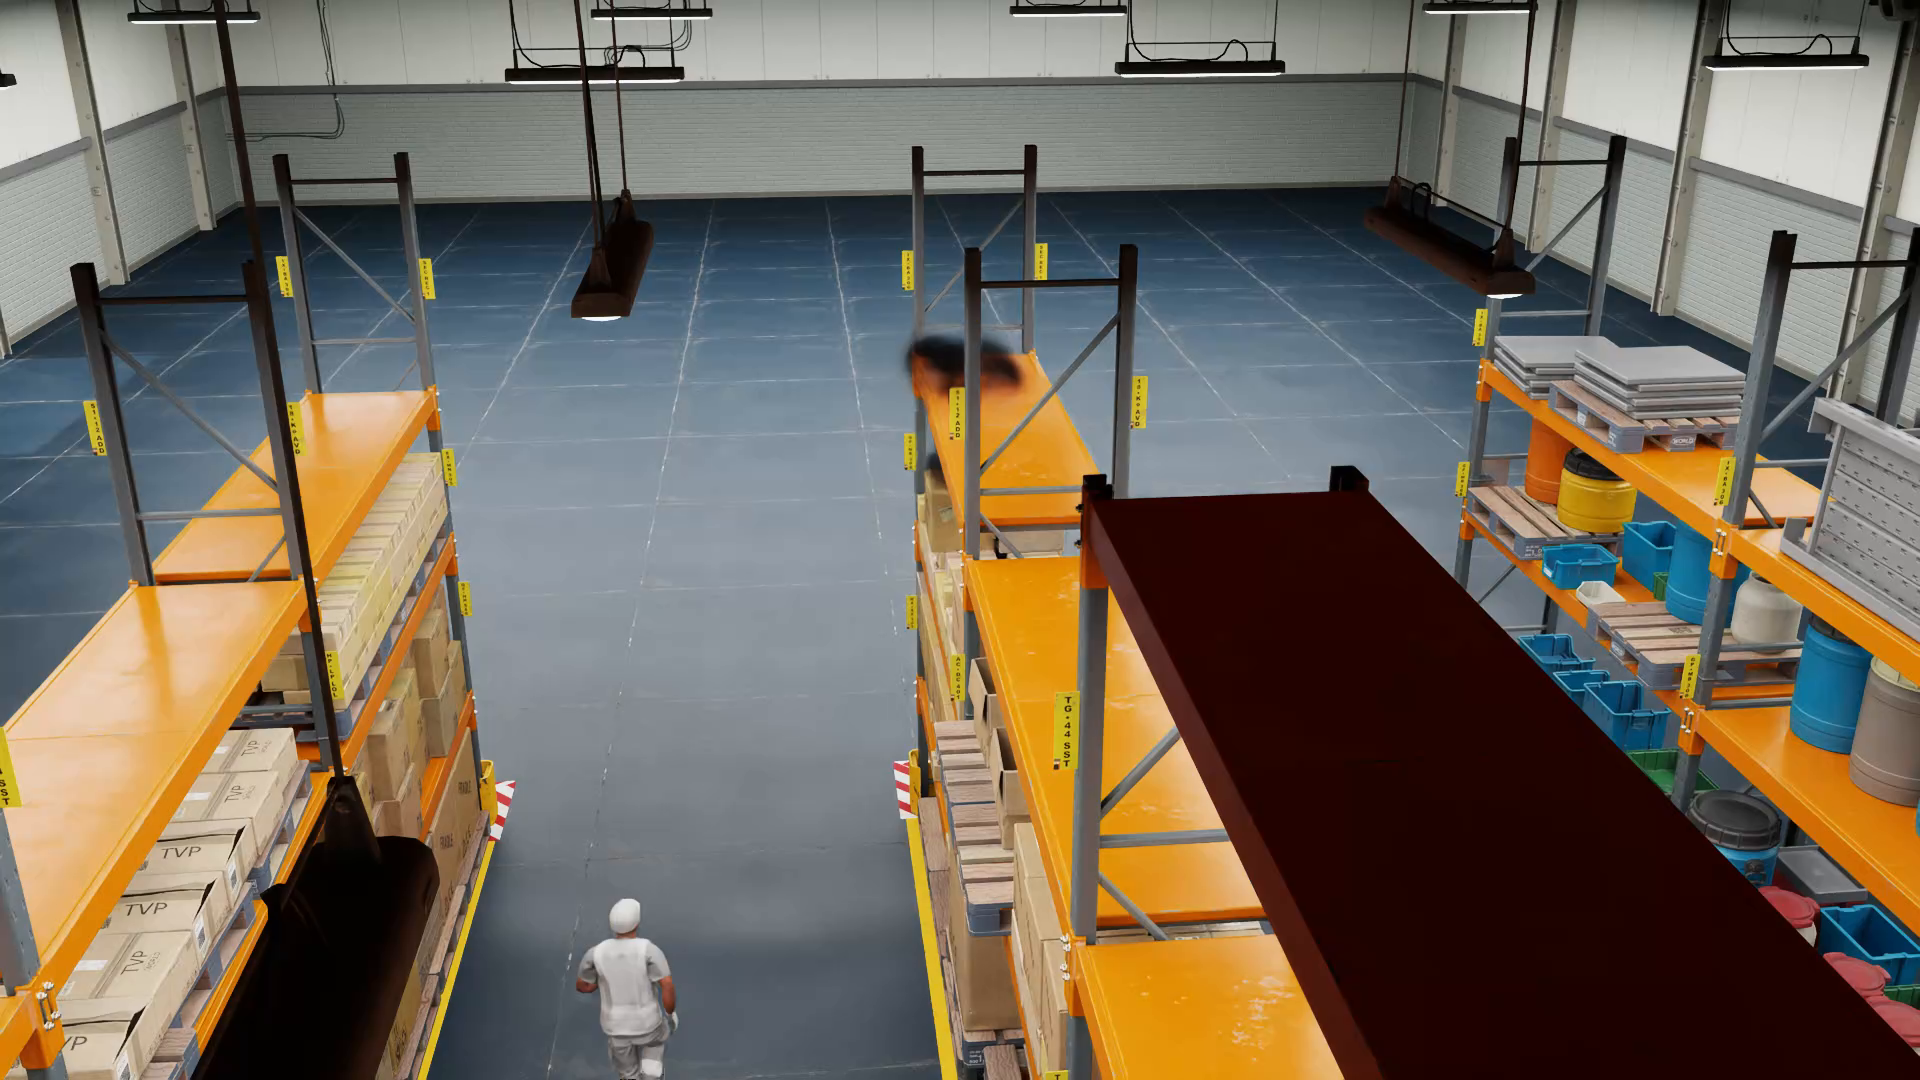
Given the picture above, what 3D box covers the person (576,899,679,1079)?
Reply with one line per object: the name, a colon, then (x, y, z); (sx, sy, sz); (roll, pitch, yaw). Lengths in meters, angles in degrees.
person: (-2.219, 3.215, 11.200); (0.683, 1.720, 0.728); (-2, 22, -4)
